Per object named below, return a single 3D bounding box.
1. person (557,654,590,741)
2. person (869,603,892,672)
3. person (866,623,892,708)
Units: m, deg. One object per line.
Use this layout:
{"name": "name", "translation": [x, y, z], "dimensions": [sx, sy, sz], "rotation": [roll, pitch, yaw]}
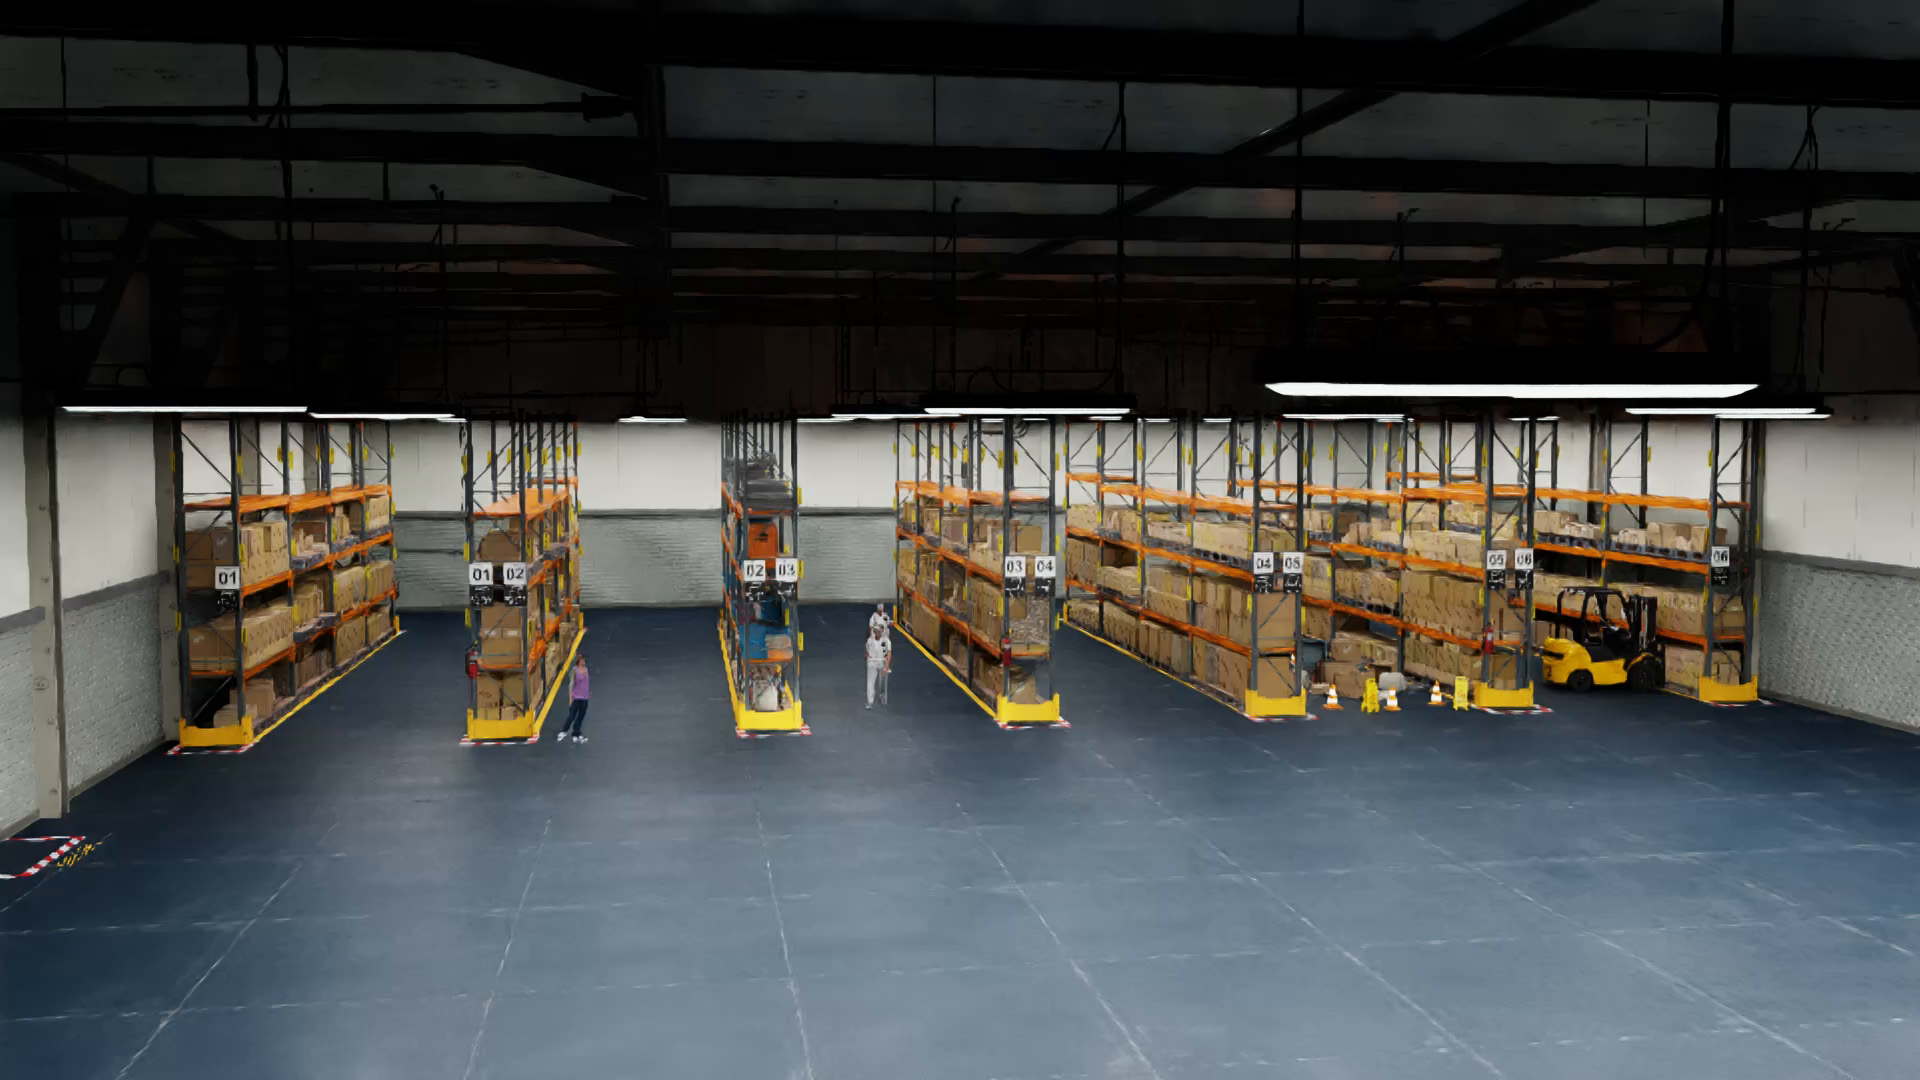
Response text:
{"name": "person", "translation": [-6.940, 2.841, 29.876], "dimensions": [0.463, 1.587, 0.575], "rotation": [3, 5, 38]}
{"name": "person", "translation": [-1.851, 2.233, 38.512], "dimensions": [0.497, 1.582, 1.090], "rotation": [-1, 4, -8]}
{"name": "person", "translation": [-1.642, 2.514, 33.522], "dimensions": [0.534, 1.705, 1.024], "rotation": [0, 4, 0]}
